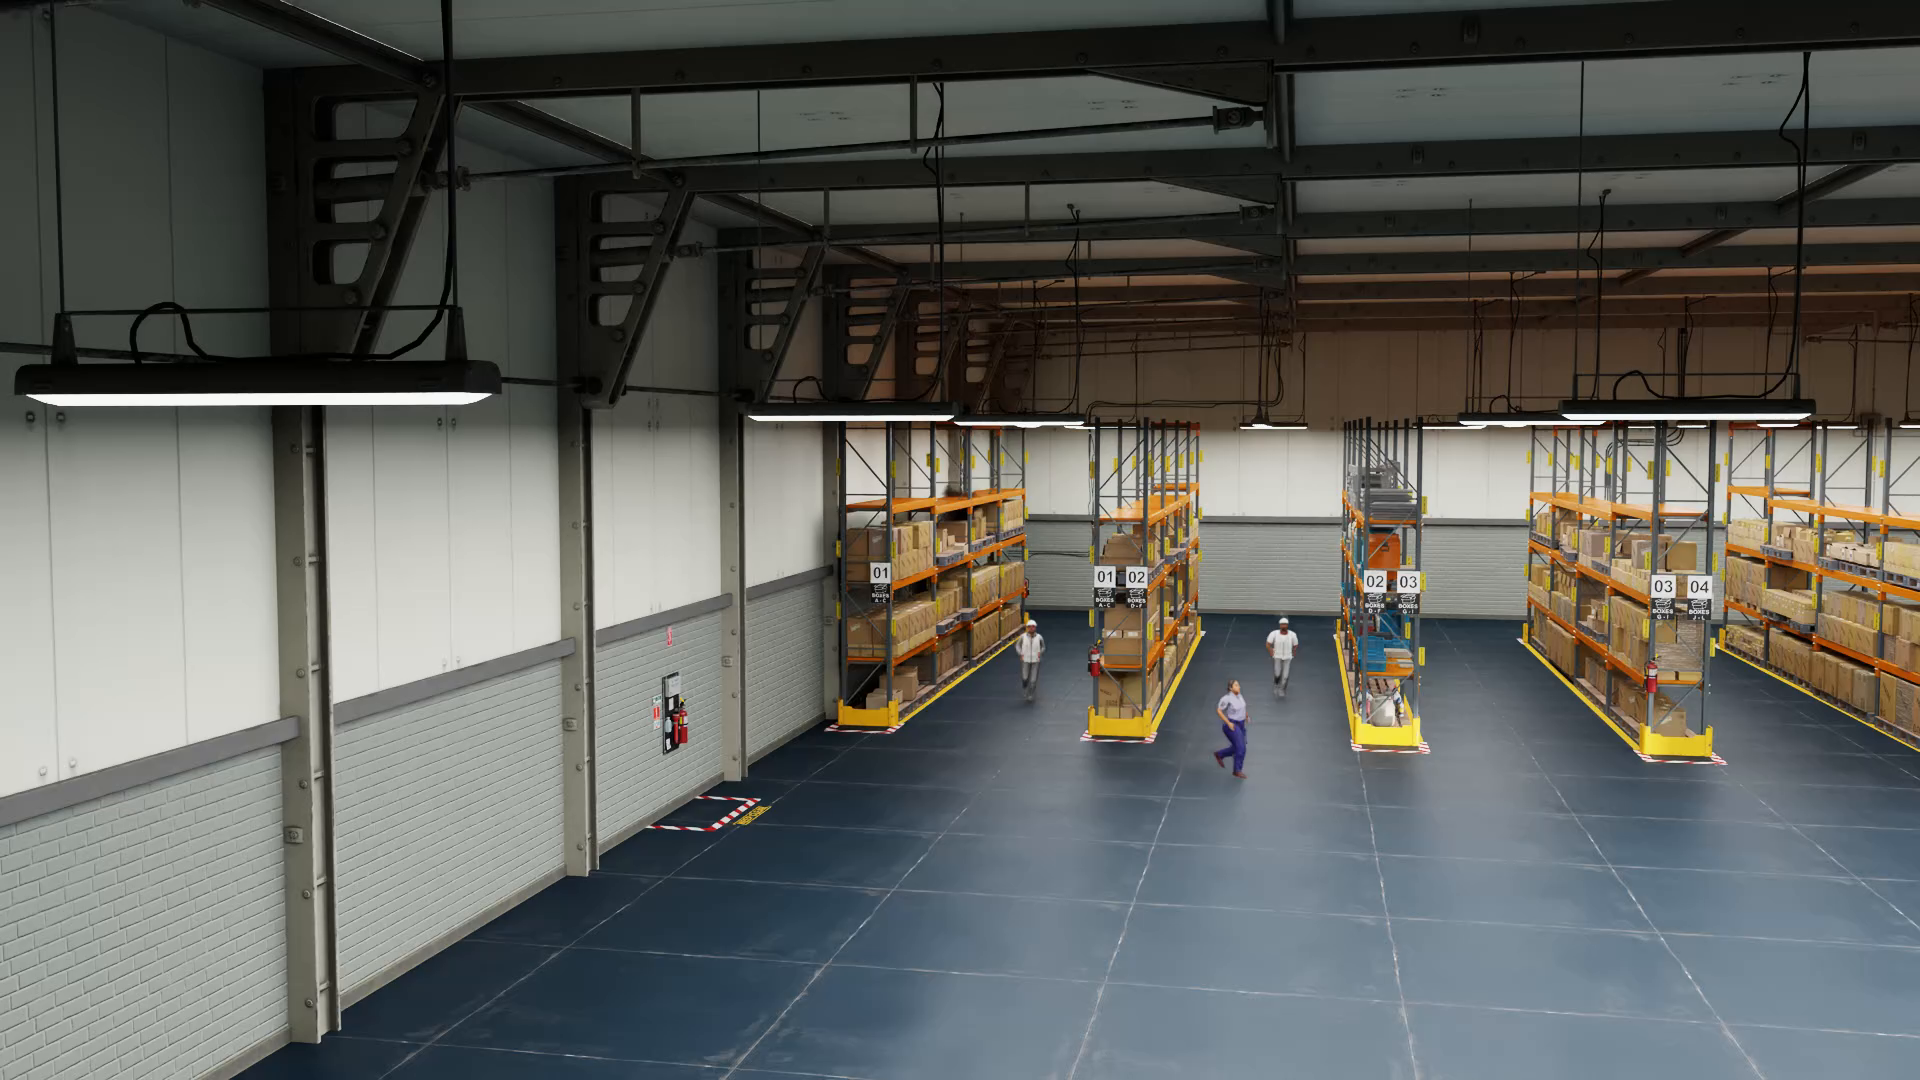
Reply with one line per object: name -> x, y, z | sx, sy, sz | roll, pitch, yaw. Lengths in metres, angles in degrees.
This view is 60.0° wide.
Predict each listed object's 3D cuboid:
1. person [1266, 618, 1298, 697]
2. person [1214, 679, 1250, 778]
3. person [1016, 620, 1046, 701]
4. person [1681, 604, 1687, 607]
person -> 6.933, 2.540, 35.704 | 0.674, 1.729, 0.571 | 0, 4, 5
person -> 4.529, 3.130, 27.720 | 0.655, 1.635, 0.612 | 3, 5, 40
person -> 1.503, 2.567, 35.238 | 0.635, 1.733, 0.569 | 0, 4, 0
person -> 18.825, 2.099, 43.368 | 0.714, 1.630, 0.479 | 1, 4, 15
